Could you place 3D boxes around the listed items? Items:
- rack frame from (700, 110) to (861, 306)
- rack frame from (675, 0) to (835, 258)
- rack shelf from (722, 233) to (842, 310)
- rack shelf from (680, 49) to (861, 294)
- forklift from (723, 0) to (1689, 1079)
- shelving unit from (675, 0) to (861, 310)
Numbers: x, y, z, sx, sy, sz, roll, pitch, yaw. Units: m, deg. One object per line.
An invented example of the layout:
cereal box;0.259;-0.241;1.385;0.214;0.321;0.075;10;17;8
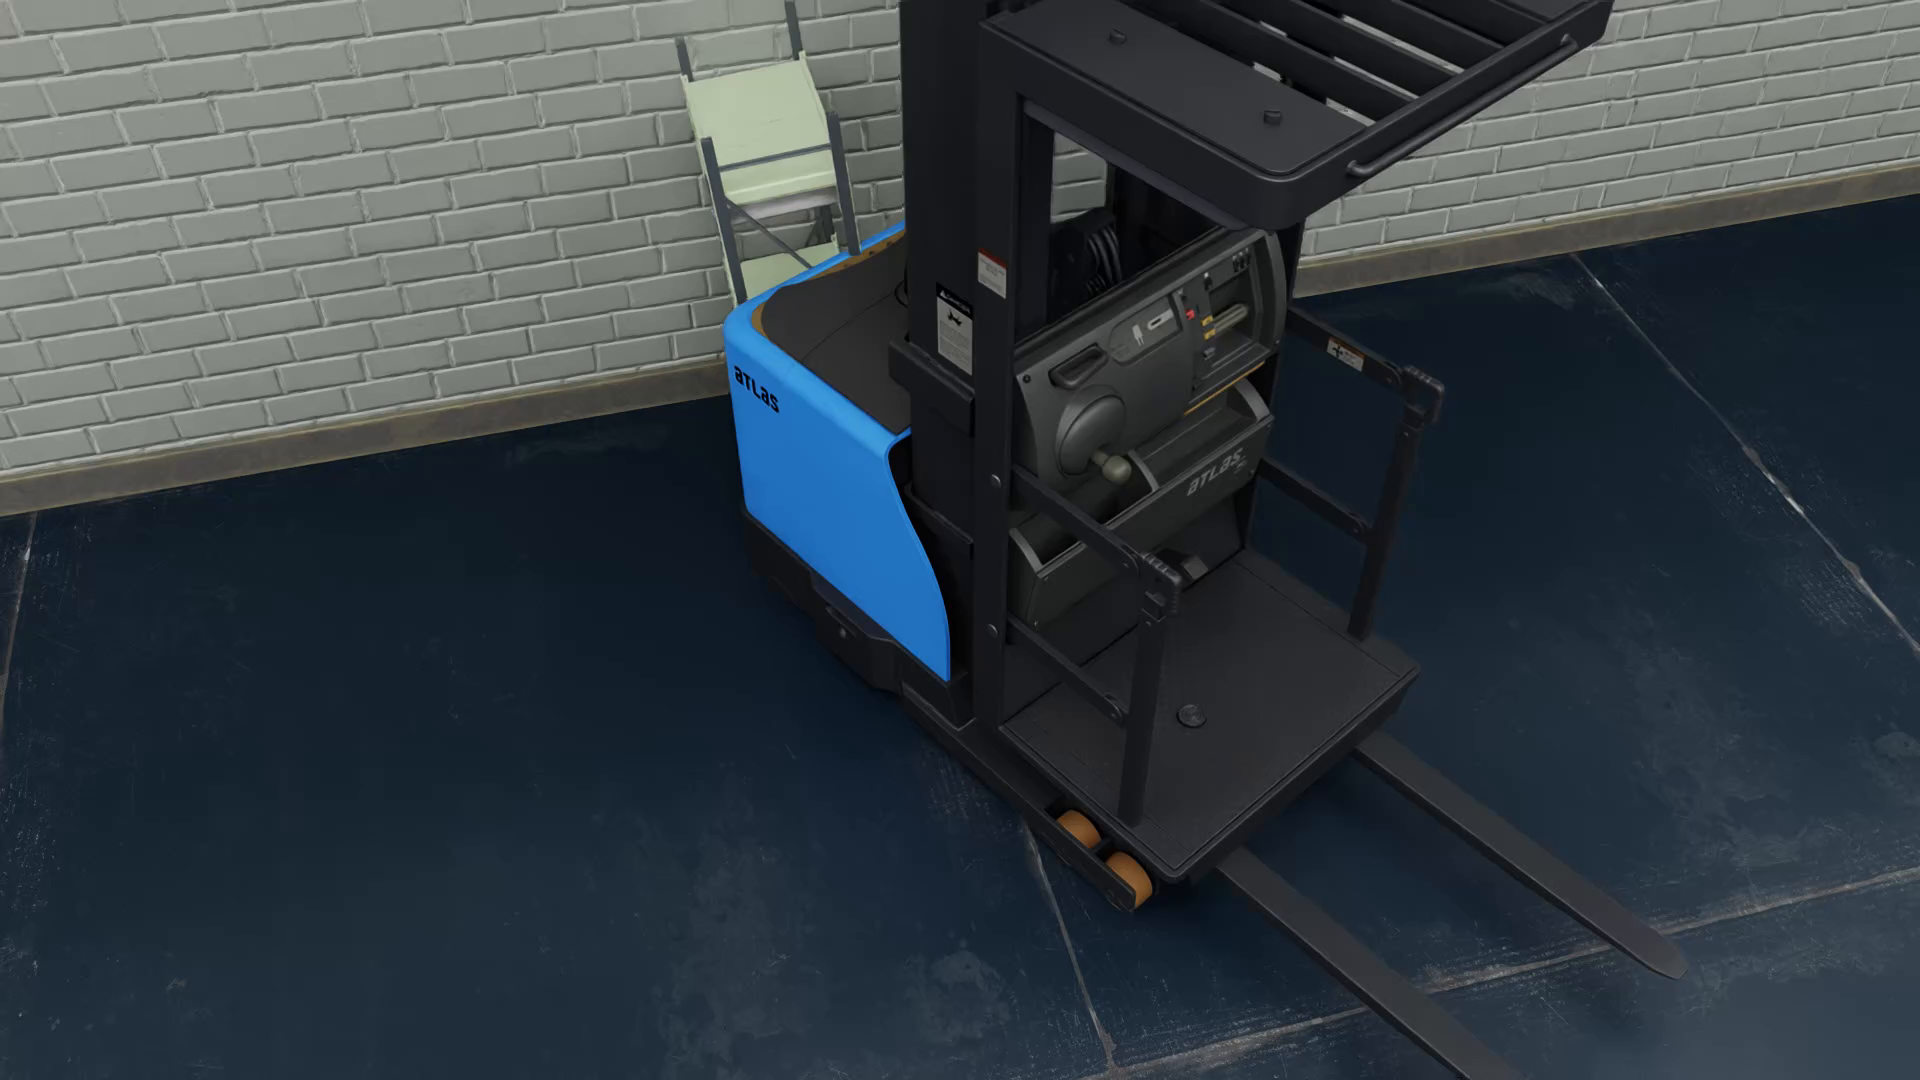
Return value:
rack frame;-0.478;-0.656;5.279;0.400;1.500;0.023;-14;45;-6
rack frame;-0.654;-1.149;5.791;0.400;1.500;0.023;-14;45;-6
rack shelf;-0.536;-0.673;5.766;0.431;0.370;0.720;-14;45;-6
rack shelf;-0.601;-1.176;5.259;0.431;0.370;0.720;-14;45;-6
forklift;0.643;-0.394;4.084;1.130;2.935;3.031;-33;54;-28
shelving unit;-0.566;-0.902;5.535;0.431;1.500;0.755;-14;45;-6
